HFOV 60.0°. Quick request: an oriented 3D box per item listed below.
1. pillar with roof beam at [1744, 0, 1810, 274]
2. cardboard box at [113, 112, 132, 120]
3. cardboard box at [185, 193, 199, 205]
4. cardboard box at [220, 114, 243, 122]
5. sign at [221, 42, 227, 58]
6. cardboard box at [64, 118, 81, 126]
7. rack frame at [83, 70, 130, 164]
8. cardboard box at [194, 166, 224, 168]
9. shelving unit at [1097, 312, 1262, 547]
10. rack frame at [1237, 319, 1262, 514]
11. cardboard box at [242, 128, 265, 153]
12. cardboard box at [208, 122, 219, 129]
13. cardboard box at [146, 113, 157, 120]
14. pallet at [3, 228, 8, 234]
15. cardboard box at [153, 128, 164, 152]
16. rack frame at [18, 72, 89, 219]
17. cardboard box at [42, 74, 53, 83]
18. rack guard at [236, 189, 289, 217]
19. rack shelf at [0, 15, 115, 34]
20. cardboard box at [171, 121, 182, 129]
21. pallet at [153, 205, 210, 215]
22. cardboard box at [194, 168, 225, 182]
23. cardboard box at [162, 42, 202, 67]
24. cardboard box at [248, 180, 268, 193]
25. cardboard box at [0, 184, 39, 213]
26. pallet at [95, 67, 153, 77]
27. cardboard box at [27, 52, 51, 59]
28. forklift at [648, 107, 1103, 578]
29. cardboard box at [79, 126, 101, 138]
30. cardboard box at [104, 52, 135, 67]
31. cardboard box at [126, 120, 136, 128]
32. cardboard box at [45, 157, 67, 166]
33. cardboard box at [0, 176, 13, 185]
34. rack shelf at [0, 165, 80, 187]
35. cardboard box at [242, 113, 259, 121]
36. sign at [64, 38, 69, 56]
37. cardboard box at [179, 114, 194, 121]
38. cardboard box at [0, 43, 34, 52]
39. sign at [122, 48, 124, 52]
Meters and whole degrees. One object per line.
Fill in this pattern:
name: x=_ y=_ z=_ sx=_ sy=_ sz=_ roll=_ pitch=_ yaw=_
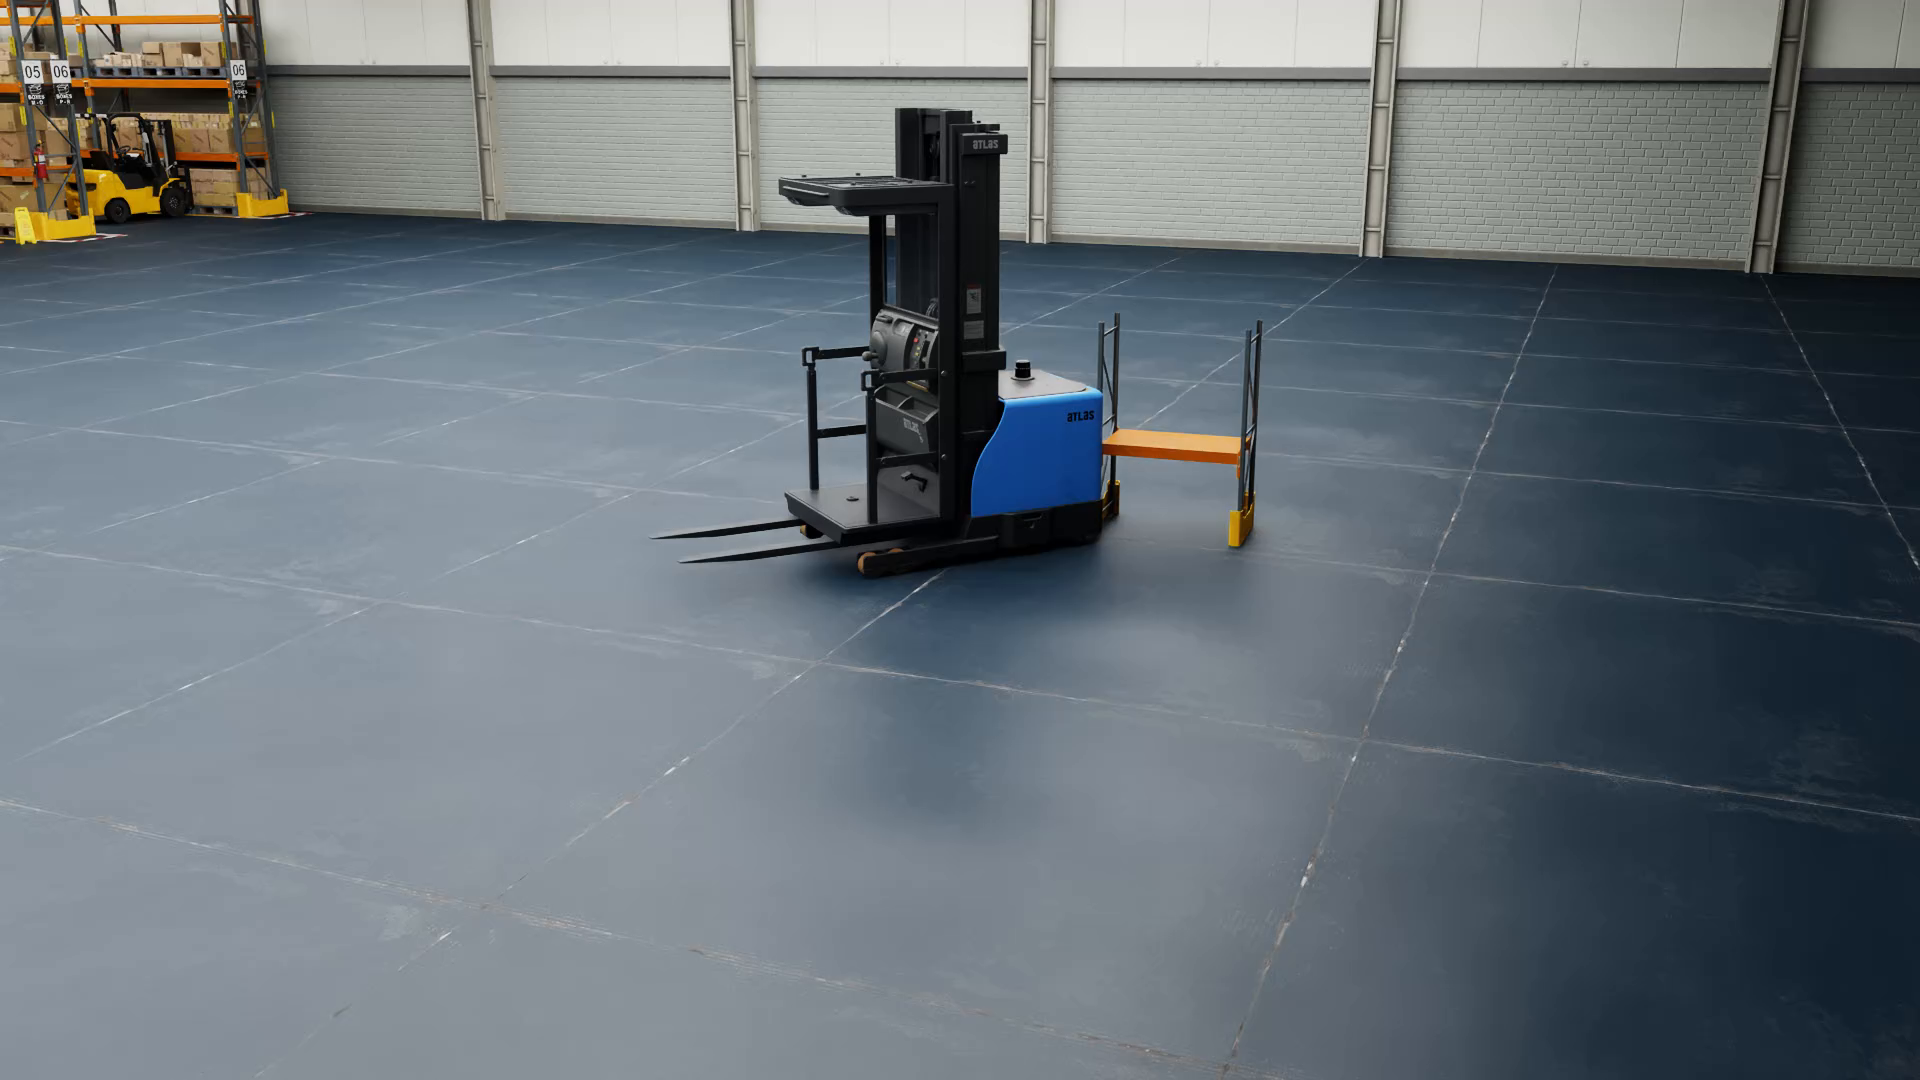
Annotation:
pillar with roof beam: x=11.027 y=-7.435 z=21.143 sx=0.400 sy=9.000 sz=9.100 roll=6 pitch=17 yaw=21
cardboard box: x=-18.235 y=-9.238 z=36.237 sx=0.250 sy=0.149 sz=0.380 roll=7 pitch=17 yaw=21
cardboard box: x=-16.458 y=-7.388 z=35.922 sx=0.500 sy=0.250 sz=0.500 roll=6 pitch=17 yaw=21
cardboard box: x=-15.395 y=-8.919 z=35.138 sx=0.250 sy=0.149 sz=0.380 roll=6 pitch=17 yaw=21
sign: x=-15.196 y=-10.123 z=34.336 sx=0.005 sy=0.325 sz=0.100 roll=6 pitch=17 yaw=21
cardboard box: x=-19.559 y=-9.241 z=36.781 sx=0.250 sy=0.149 sz=0.380 roll=6 pitch=17 yaw=21
rack frame: x=-18.705 y=-8.843 z=36.756 sx=0.127 sy=3.000 sz=1.000 roll=6 pitch=17 yaw=21
cardboard box: x=-16.289 y=-7.998 z=36.229 sx=0.500 sy=0.250 sz=0.500 roll=6 pitch=17 yaw=20
shelving unit: x=1.523 y=-0.799 z=11.736 sx=1.083 sy=1.500 sz=0.587 roll=5 pitch=17 yaw=18
rack frame: x=2.012 y=-0.752 z=11.575 sx=0.032 sy=1.500 sz=0.500 roll=5 pitch=17 yaw=18
cardboard box: x=-15.343 y=-8.605 z=35.755 sx=0.500 sy=0.500 sz=0.500 roll=7 pitch=18 yaw=22
cardboard box: x=-15.658 y=-8.775 z=35.177 sx=0.250 sy=0.149 sz=0.380 roll=7 pitch=17 yaw=22
cardboard box: x=-17.290 y=-9.125 z=35.849 sx=0.250 sy=0.149 sz=0.380 roll=6 pitch=17 yaw=20
pallet: x=-18.746 y=-6.033 z=32.075 sx=1.213 sy=0.211 sz=1.003 roll=6 pitch=17 yaw=21
cardboard box: x=-16.966 y=-8.621 z=35.810 sx=0.500 sy=0.500 sz=0.500 roll=6 pitch=17 yaw=21
rack frame: x=-16.802 y=-7.147 z=30.910 sx=0.127 sy=3.000 sz=1.000 roll=6 pitch=17 yaw=21
cardboard box: x=-16.991 y=-8.585 z=30.934 sx=0.250 sy=0.149 sz=0.380 roll=6 pitch=17 yaw=21
rack guard: x=-14.962 y=-7.231 z=35.686 sx=0.348 sy=0.500 sz=1.175 roll=6 pitch=17 yaw=21
rack shelf: x=-20.566 y=-11.392 z=36.780 sx=4.000 sy=0.370 sz=1.077 roll=6 pitch=17 yaw=21
cardboard box: x=-16.612 y=-8.882 z=35.544 sx=0.250 sy=0.149 sz=0.380 roll=6 pitch=17 yaw=21
pallet: x=-16.842 y=-7.288 z=36.398 sx=1.213 sy=0.211 sz=1.003 roll=6 pitch=17 yaw=21
cardboard box: x=-16.004 y=-7.813 z=35.590 sx=0.500 sy=0.250 sz=0.500 roll=7 pitch=17 yaw=22
cardboard box: x=-16.401 y=-10.285 z=35.230 sx=0.500 sy=0.500 sz=0.700 roll=6 pitch=17 yaw=21
cardboard box: x=-15.345 y=-7.658 z=35.953 sx=0.500 sy=0.250 sz=0.500 roll=7 pitch=17 yaw=22
cardboard box: x=-17.643 y=-6.402 z=31.180 sx=0.500 sy=0.500 sz=0.500 roll=6 pitch=17 yaw=21
pallet: x=-17.902 y=-10.161 z=36.072 sx=1.213 sy=0.211 sz=1.003 roll=6 pitch=17 yaw=21
cardboard box: x=-17.058 y=-8.939 z=30.724 sx=0.250 sy=0.149 sz=0.380 roll=6 pitch=17 yaw=20
forklift: x=-0.556 y=-1.328 z=10.991 sx=3.031 sy=2.935 sz=1.130 roll=-8 pitch=18 yaw=-26
cardboard box: x=-19.256 y=-8.995 z=36.652 sx=0.500 sy=0.250 sz=0.500 roll=6 pitch=17 yaw=19
cardboard box: x=-18.021 y=-10.343 z=35.767 sx=0.500 sy=0.311 sz=0.500 roll=7 pitch=17 yaw=22
cardboard box: x=-17.809 y=-9.012 z=35.994 sx=0.250 sy=0.149 sz=0.380 roll=7 pitch=17 yaw=22
cardboard box: x=-17.042 y=-7.114 z=31.250 sx=0.250 sy=0.149 sz=0.380 roll=6 pitch=17 yaw=21
cardboard box: x=-18.009 y=-6.734 z=31.159 sx=0.250 sy=0.149 sz=0.380 roll=7 pitch=18 yaw=22
rack shelf: x=-18.663 y=-7.006 z=31.715 sx=4.000 sy=0.370 sz=1.077 roll=6 pitch=17 yaw=21
cardboard box: x=-15.218 y=-9.026 z=35.510 sx=0.250 sy=0.149 sz=0.380 roll=6 pitch=17 yaw=20
sign: x=-16.603 y=-9.148 z=30.855 sx=0.005 sy=0.325 sz=0.100 roll=6 pitch=17 yaw=21
cardboard box: x=-16.376 y=-8.998 z=35.412 sx=0.250 sy=0.149 sz=0.380 roll=7 pitch=18 yaw=22
cardboard box: x=-20.895 y=-10.749 z=36.829 sx=0.500 sy=0.500 sz=0.500 roll=7 pitch=17 yaw=22
sign: x=-18.503 y=-10.714 z=36.751 sx=0.005 sy=0.325 sz=0.100 roll=6 pitch=17 yaw=21
